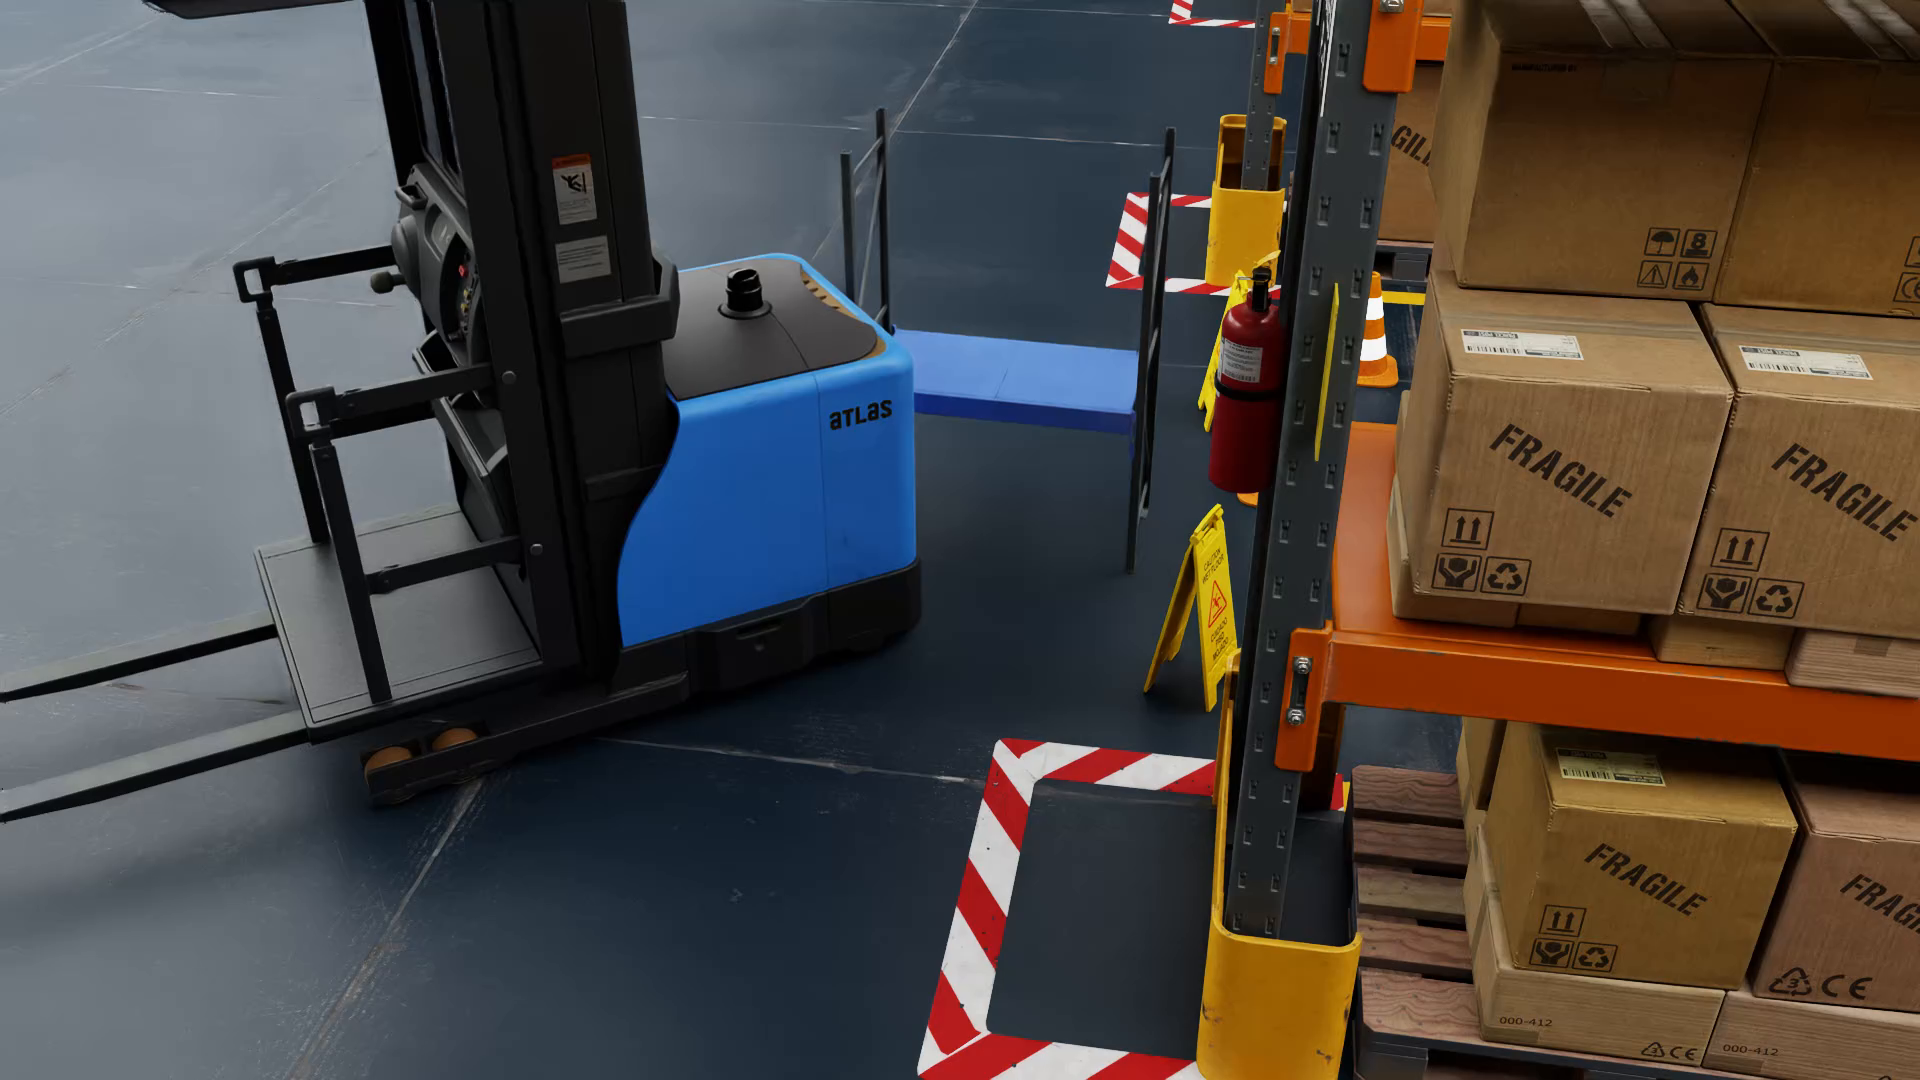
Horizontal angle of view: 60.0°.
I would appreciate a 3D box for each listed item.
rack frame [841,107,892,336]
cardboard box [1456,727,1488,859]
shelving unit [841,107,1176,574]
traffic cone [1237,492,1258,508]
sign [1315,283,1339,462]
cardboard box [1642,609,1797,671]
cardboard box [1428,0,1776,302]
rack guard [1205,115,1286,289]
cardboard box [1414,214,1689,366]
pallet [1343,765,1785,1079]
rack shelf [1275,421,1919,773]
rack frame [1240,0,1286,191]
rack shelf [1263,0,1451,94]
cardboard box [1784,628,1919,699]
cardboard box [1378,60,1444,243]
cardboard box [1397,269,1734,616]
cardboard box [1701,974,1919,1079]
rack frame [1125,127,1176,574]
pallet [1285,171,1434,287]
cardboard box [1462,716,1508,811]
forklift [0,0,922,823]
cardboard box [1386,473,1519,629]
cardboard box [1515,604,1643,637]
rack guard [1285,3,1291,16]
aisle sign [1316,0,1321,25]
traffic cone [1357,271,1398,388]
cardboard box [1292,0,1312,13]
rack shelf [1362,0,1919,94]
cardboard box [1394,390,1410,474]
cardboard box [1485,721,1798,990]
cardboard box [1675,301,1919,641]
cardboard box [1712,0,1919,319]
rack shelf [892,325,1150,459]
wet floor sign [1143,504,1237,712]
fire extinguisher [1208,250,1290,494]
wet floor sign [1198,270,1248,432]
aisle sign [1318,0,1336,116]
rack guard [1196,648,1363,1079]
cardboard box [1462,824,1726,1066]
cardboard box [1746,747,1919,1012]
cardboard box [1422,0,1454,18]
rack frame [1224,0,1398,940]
[{"bbox_3d":[-0.324,-0.758,6.048,0.032,1.500,0.500,7,33,10],"label":"rack frame"},{"bbox_3d":[1.641,0.693,4.511,0.500,0.250,0.500,5,32,8],"label":"cardboard box"},{"bbox_3d":[0.173,-0.701,5.956,1.048,1.500,0.538,7,33,10],"label":"shelving unit"},{"bbox_3d":[1.268,-0.400,6.453,0.334,0.463,0.336,5,32,8],"label":"traffic cone"},{"bbox_3d":[0.684,-0.311,3.104,0.005,0.325,0.100,5,32,8],"label":"sign"},{"bbox_3d":[1.574,0.098,3.503,0.250,0.149,0.380,4,32,7],"label":"cardboard box"},{"bbox_3d":[1.315,-0.889,3.526,0.500,0.500,0.700,4,32,7],"label":"cardboard box"},{"bbox_3d":[1.485,-1.769,8.604,0.348,0.500,1.175,5,32,8],"label":"rack guard"},{"bbox_3d":[1.356,-0.492,3.835,0.500,0.500,0.500,5,32,7],"label":"cardboard box"},{"bbox_3d":[1.645,1.052,4.371,1.213,0.211,1.003,5,32,8],"label":"pallet"},{"bbox_3d":[2.747,0.255,3.693,4.000,0.370,1.077,5,32,8],"label":"rack shelf"},{"bbox_3d":[1.508,-2.826,7.938,0.127,3.000,1.000,5,32,8],"label":"rack frame"},{"bbox_3d":[3.480,-2.343,7.843,4.000,0.370,1.077,5,32,8],"label":"rack shelf"},{"bbox_3d":[1.817,0.145,3.428,0.250,0.149,0.380,6,32,9],"label":"cardboard box"},{"bbox_3d":[2.188,-2.077,8.348,0.875,0.875,0.875,5,32,8],"label":"cardboard box"},{"bbox_3d":[1.195,-0.209,3.382,0.500,0.500,0.500,5,32,7],"label":"cardboard box"},{"bbox_3d":[2.026,1.026,3.980,0.500,0.250,0.500,6,33,10],"label":"cardboard box"},{"bbox_3d":[0.670,-0.643,5.864,0.032,1.500,0.500,7,33,10],"label":"rack frame"},{"bbox_3d":[2.310,-1.613,8.629,1.213,0.211,1.003,5,32,8],"label":"pallet"},{"bbox_3d":[1.609,0.377,4.310,0.500,0.500,0.500,5,32,9],"label":"cardboard box"},{"bbox_3d":[-1.679,-0.773,4.723,3.031,2.935,1.130,-16,35,-23],"label":"forklift"},{"bbox_3d":[1.075,0.017,3.632,0.250,0.149,0.380,5,32,8],"label":"cardboard box"},{"bbox_3d":[1.326,0.032,3.608,0.250,0.149,0.380,6,32,9],"label":"cardboard box"},{"bbox_3d":[2.517,-4.345,12.720,0.348,0.500,1.175,5,32,8],"label":"rack guard"},{"bbox_3d":[0.763,-1.487,3.349,0.004,0.787,0.394,5,32,8],"label":"aisle sign"},{"bbox_3d":[1.793,-0.961,7.348,0.334,0.463,0.336,5,32,8],"label":"traffic cone"},{"bbox_3d":[1.882,-2.880,7.883,0.550,0.550,0.875,5,32,8],"label":"cardboard box"},{"bbox_3d":[2.747,-1.016,2.897,4.000,0.370,1.077,5,32,8],"label":"rack shelf"},{"bbox_3d":[1.180,-0.200,3.979,0.250,0.149,0.380,6,33,10],"label":"cardboard box"},{"bbox_3d":[1.547,0.660,3.857,0.500,0.500,0.500,4,32,7],"label":"cardboard box"},{"bbox_3d":[1.706,-0.165,3.311,0.500,0.500,0.500,6,33,10],"label":"cardboard box"},{"bbox_3d":[1.813,-0.840,3.448,0.500,0.500,0.700,5,32,9],"label":"cardboard box"},{"bbox_3d":[0.173,-0.548,6.051,1.000,0.185,0.538,7,33,10],"label":"rack shelf"},{"bbox_3d":[0.768,0.193,5.333,0.232,0.644,0.267,17,36,25],"label":"wet floor sign"},{"bbox_3d":[0.740,-0.447,4.209,0.183,0.674,0.296,5,32,8],"label":"fire extinguisher"},{"bbox_3d":[1.147,-0.795,6.912,0.232,0.644,0.267,0,32,0],"label":"wet floor sign"},{"bbox_3d":[0.662,-1.173,2.847,0.004,0.787,0.394,5,32,8],"label":"aisle sign"},{"bbox_3d":[0.850,0.838,4.440,0.348,0.500,1.175,5,32,8],"label":"rack guard"},{"bbox_3d":[1.524,0.976,4.059,0.500,0.250,0.500,5,32,8],"label":"cardboard box"},{"bbox_3d":[2.063,0.704,3.786,0.500,0.500,0.500,4,32,6],"label":"cardboard box"},{"bbox_3d":[2.427,-2.842,7.823,0.550,0.550,0.875,5,32,8],"label":"cardboard box"},{"bbox_3d":[0.775,-0.228,3.787,0.127,3.000,1.000,5,32,8],"label":"rack frame"}]
